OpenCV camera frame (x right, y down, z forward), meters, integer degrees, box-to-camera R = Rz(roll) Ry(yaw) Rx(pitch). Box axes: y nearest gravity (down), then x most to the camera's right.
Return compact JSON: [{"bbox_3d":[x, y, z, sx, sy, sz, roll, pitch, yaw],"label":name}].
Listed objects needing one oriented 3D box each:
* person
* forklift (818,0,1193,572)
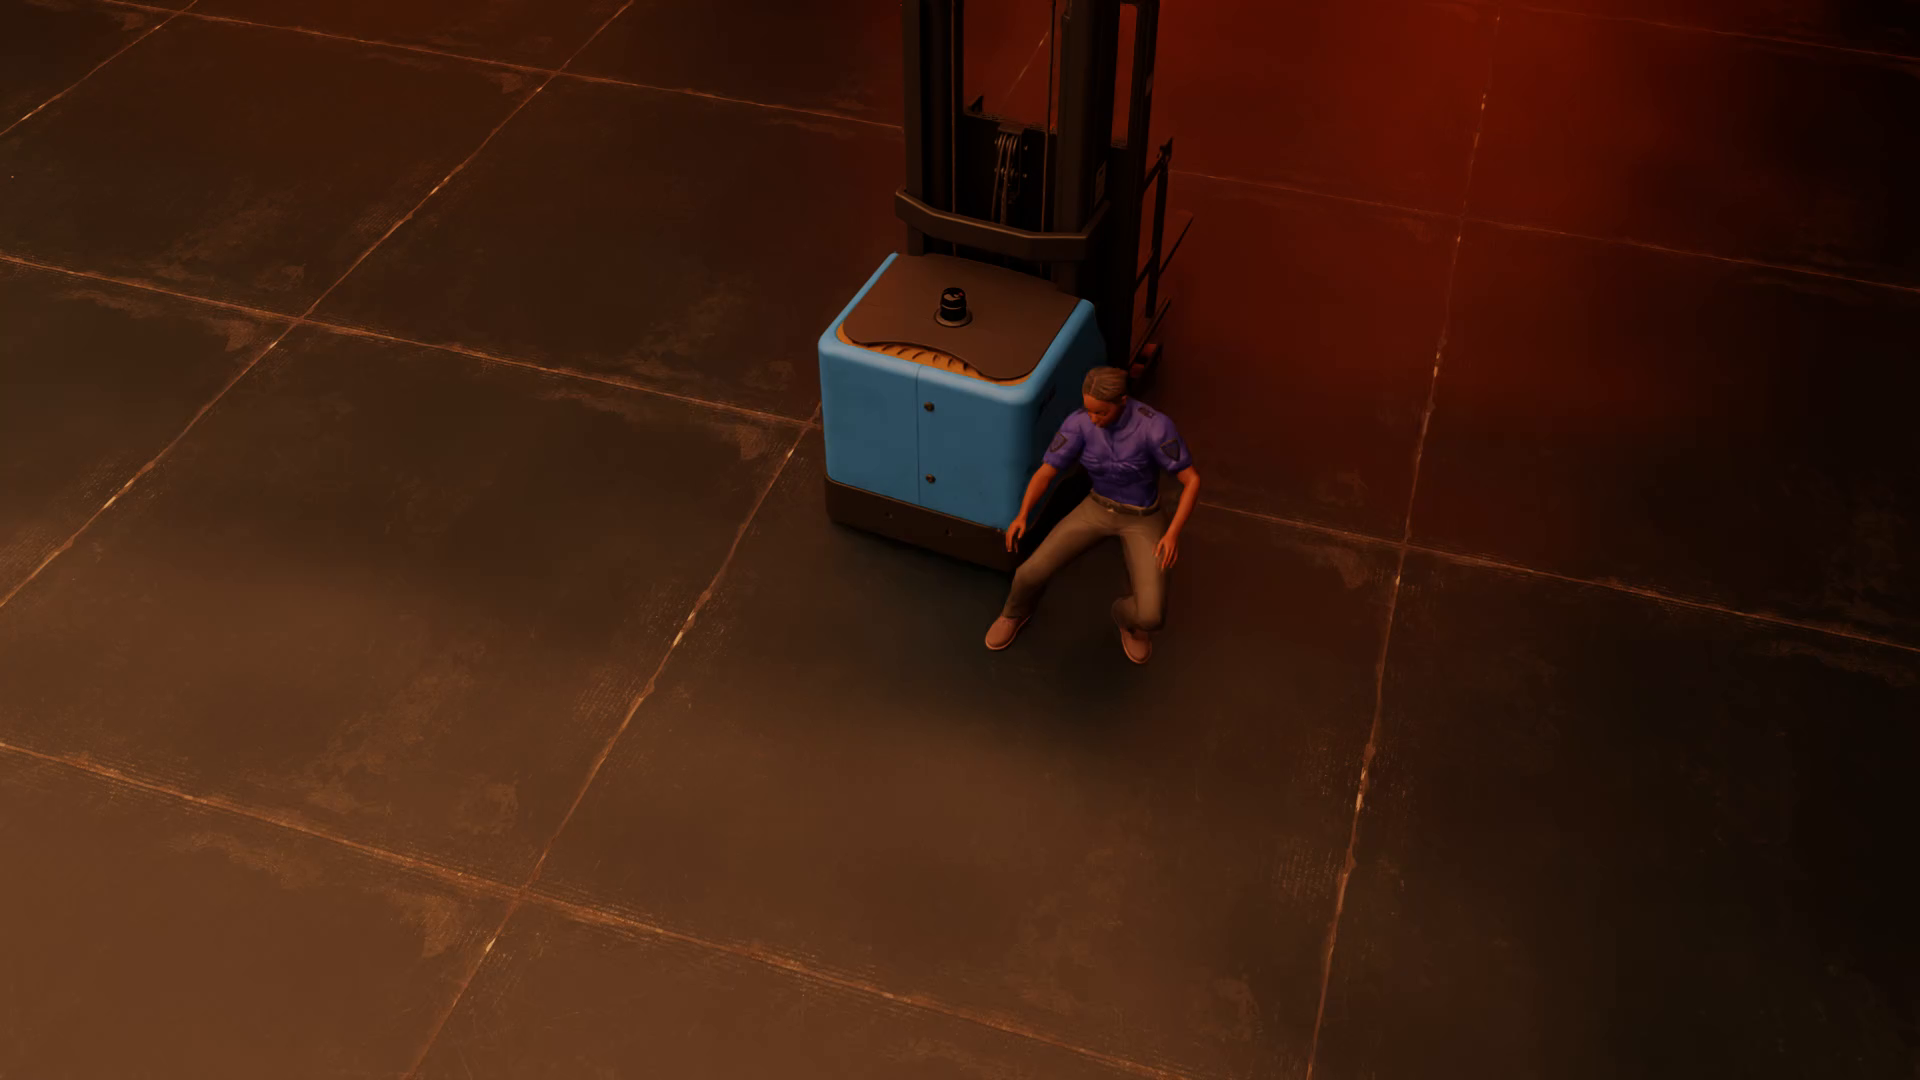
[{"bbox_3d":[0.529,-0.018,6.803,0.842,1.444,0.718,19,46,20],"label":"person"},{"bbox_3d":[0.419,-1.936,7.770,1.130,2.935,3.031,17,45,17],"label":"forklift"}]
